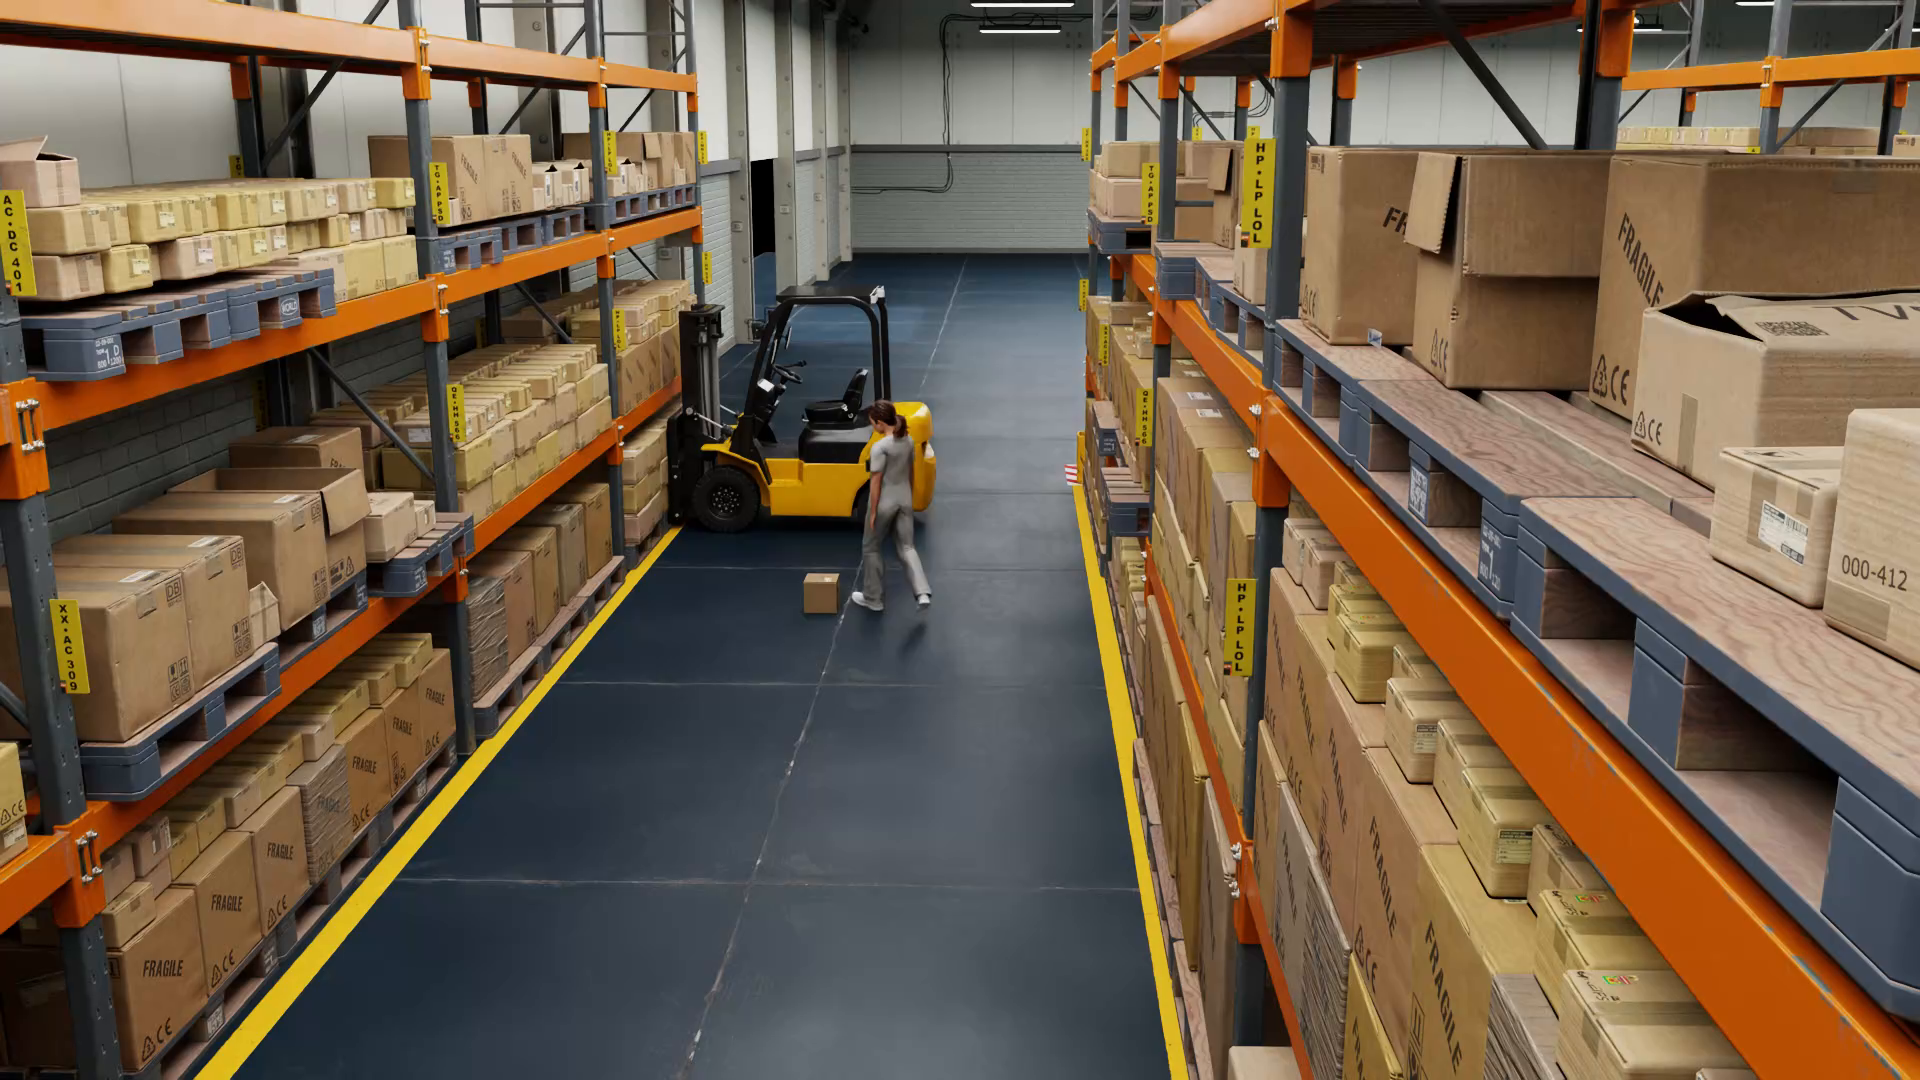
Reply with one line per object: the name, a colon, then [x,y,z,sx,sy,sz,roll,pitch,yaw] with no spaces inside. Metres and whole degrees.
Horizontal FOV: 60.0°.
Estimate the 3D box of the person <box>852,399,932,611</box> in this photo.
person: [-0.498,-0.243,12.464,0.483,1.652,0.830,-11,18,-37]
